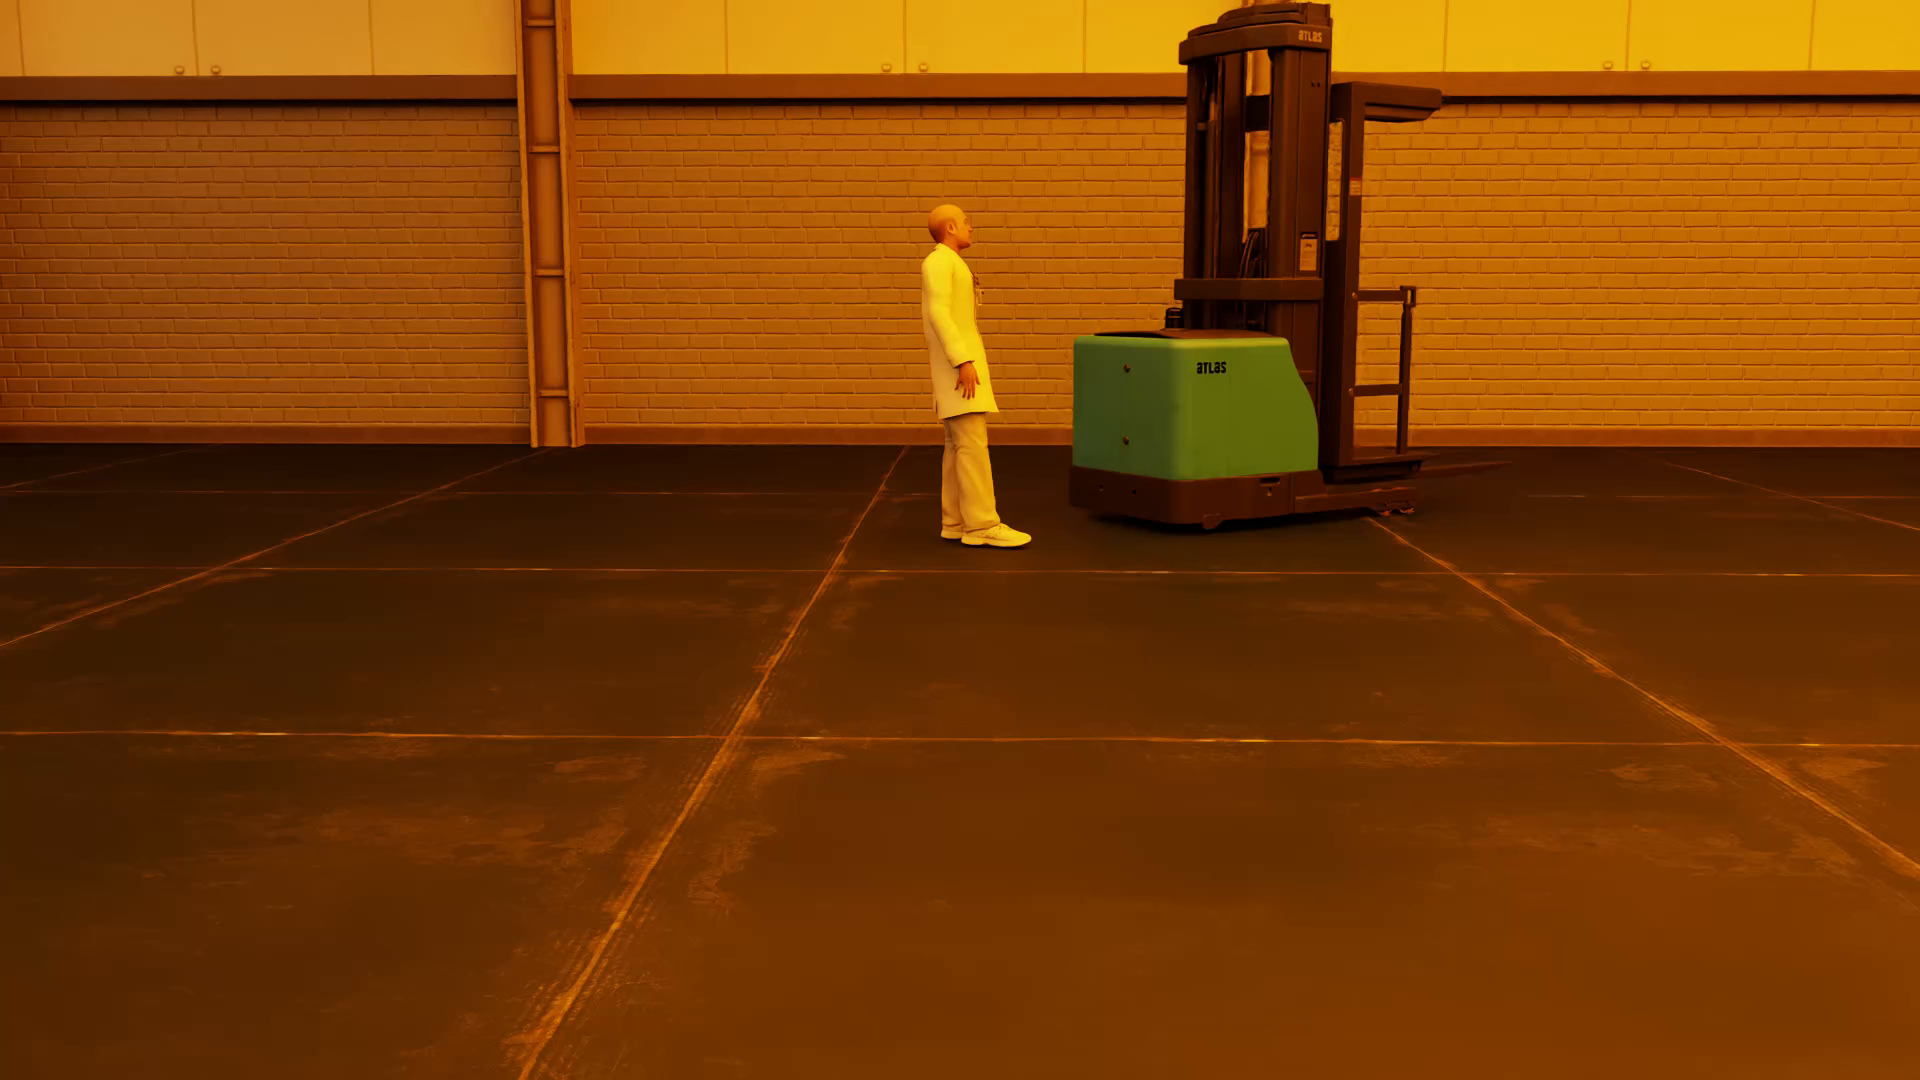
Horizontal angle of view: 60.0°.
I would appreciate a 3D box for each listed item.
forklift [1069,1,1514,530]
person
[{"bbox_3d":[2.162,-1.649,10.094,3.031,2.935,1.130,-6,10,-33],"label":"forklift"},{"bbox_3d":[0.090,-0.884,8.860,0.581,1.775,0.694,0,9,1],"label":"person"}]
